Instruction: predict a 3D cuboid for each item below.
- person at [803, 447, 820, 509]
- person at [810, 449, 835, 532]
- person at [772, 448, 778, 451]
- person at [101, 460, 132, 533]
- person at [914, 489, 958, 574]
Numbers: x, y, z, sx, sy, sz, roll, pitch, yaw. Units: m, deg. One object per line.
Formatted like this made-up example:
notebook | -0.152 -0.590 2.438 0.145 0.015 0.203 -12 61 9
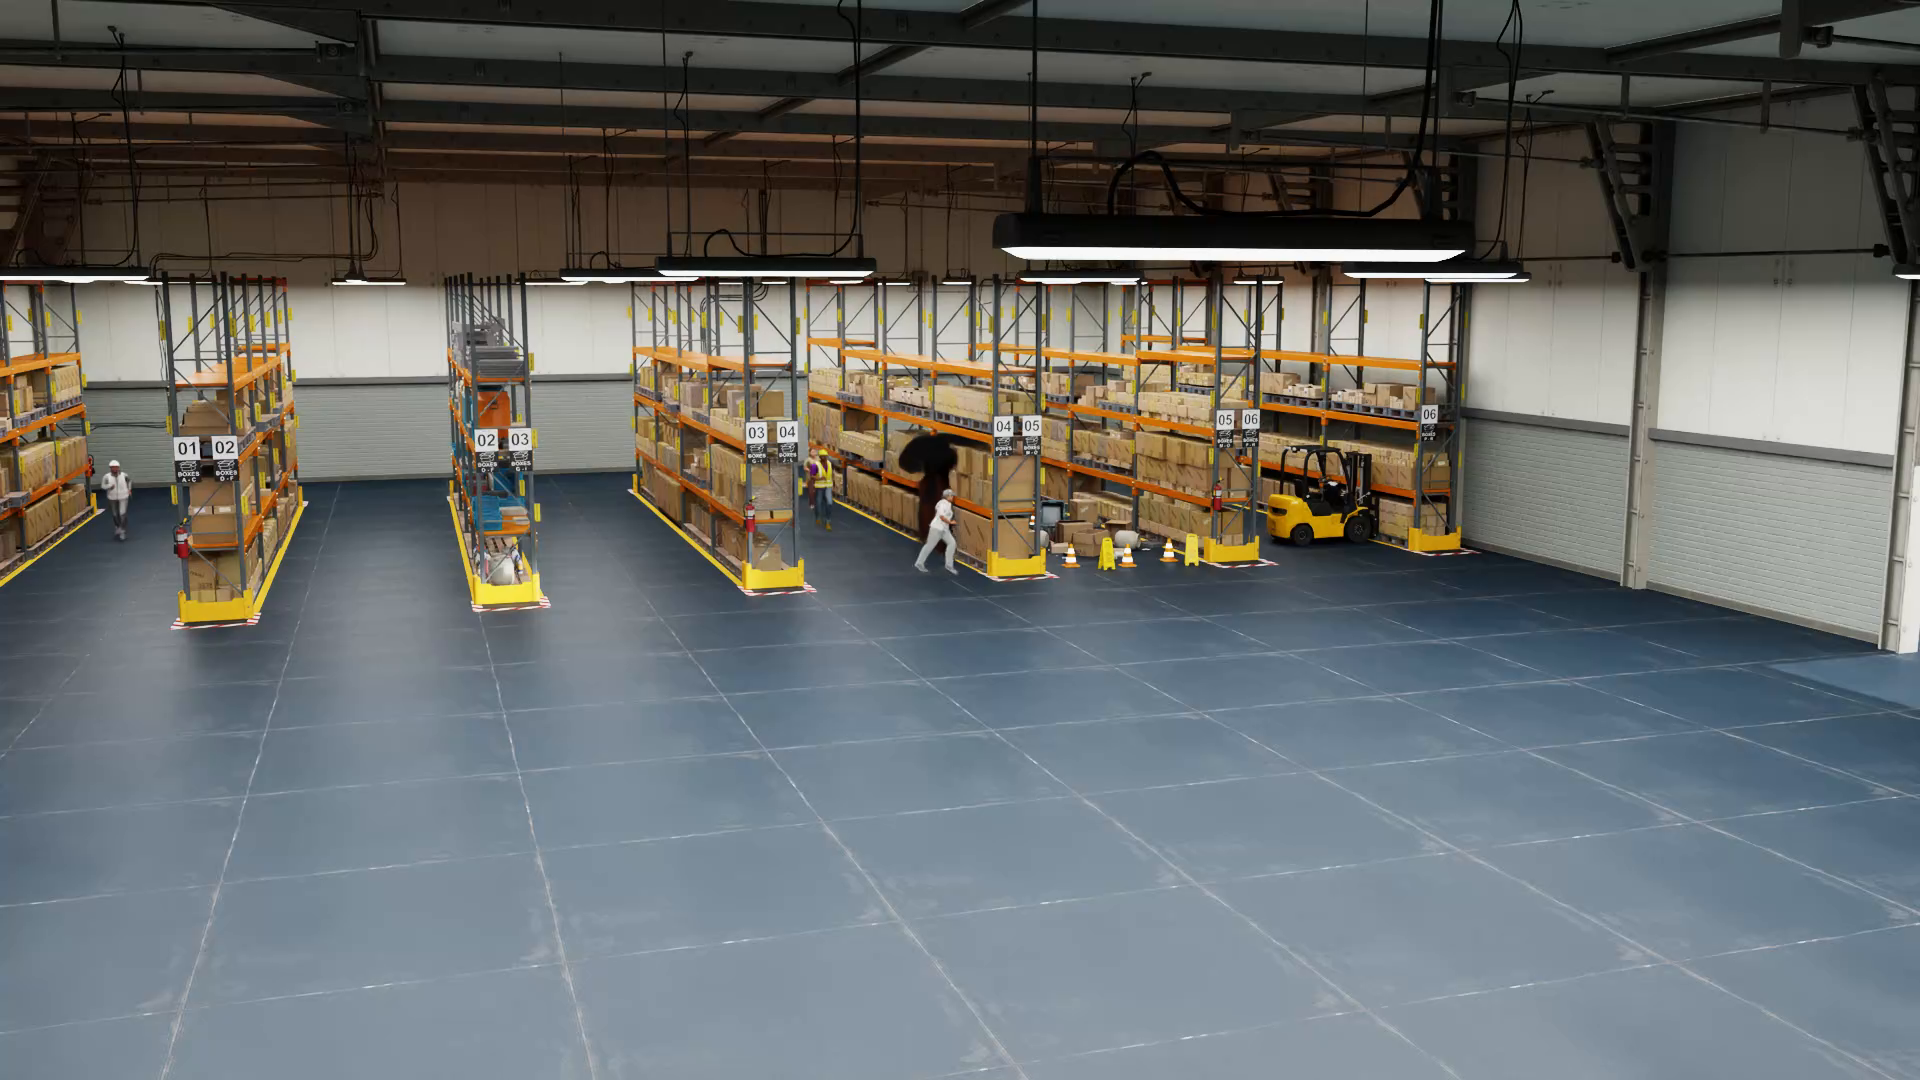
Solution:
person | -3.756 -1.532 42.692 0.537 1.713 0.805 -2 9 -11
person | -3.123 -1.141 38.073 0.662 1.873 0.812 -4 9 -23
person | -5.395 -2.119 46.894 0.555 1.595 0.685 -5 10 -32
person | -19.422 -1.008 38.315 0.608 1.676 0.859 -3 9 -21
person | -0.460 -0.165 32.301 0.850 1.667 0.626 1 9 7
